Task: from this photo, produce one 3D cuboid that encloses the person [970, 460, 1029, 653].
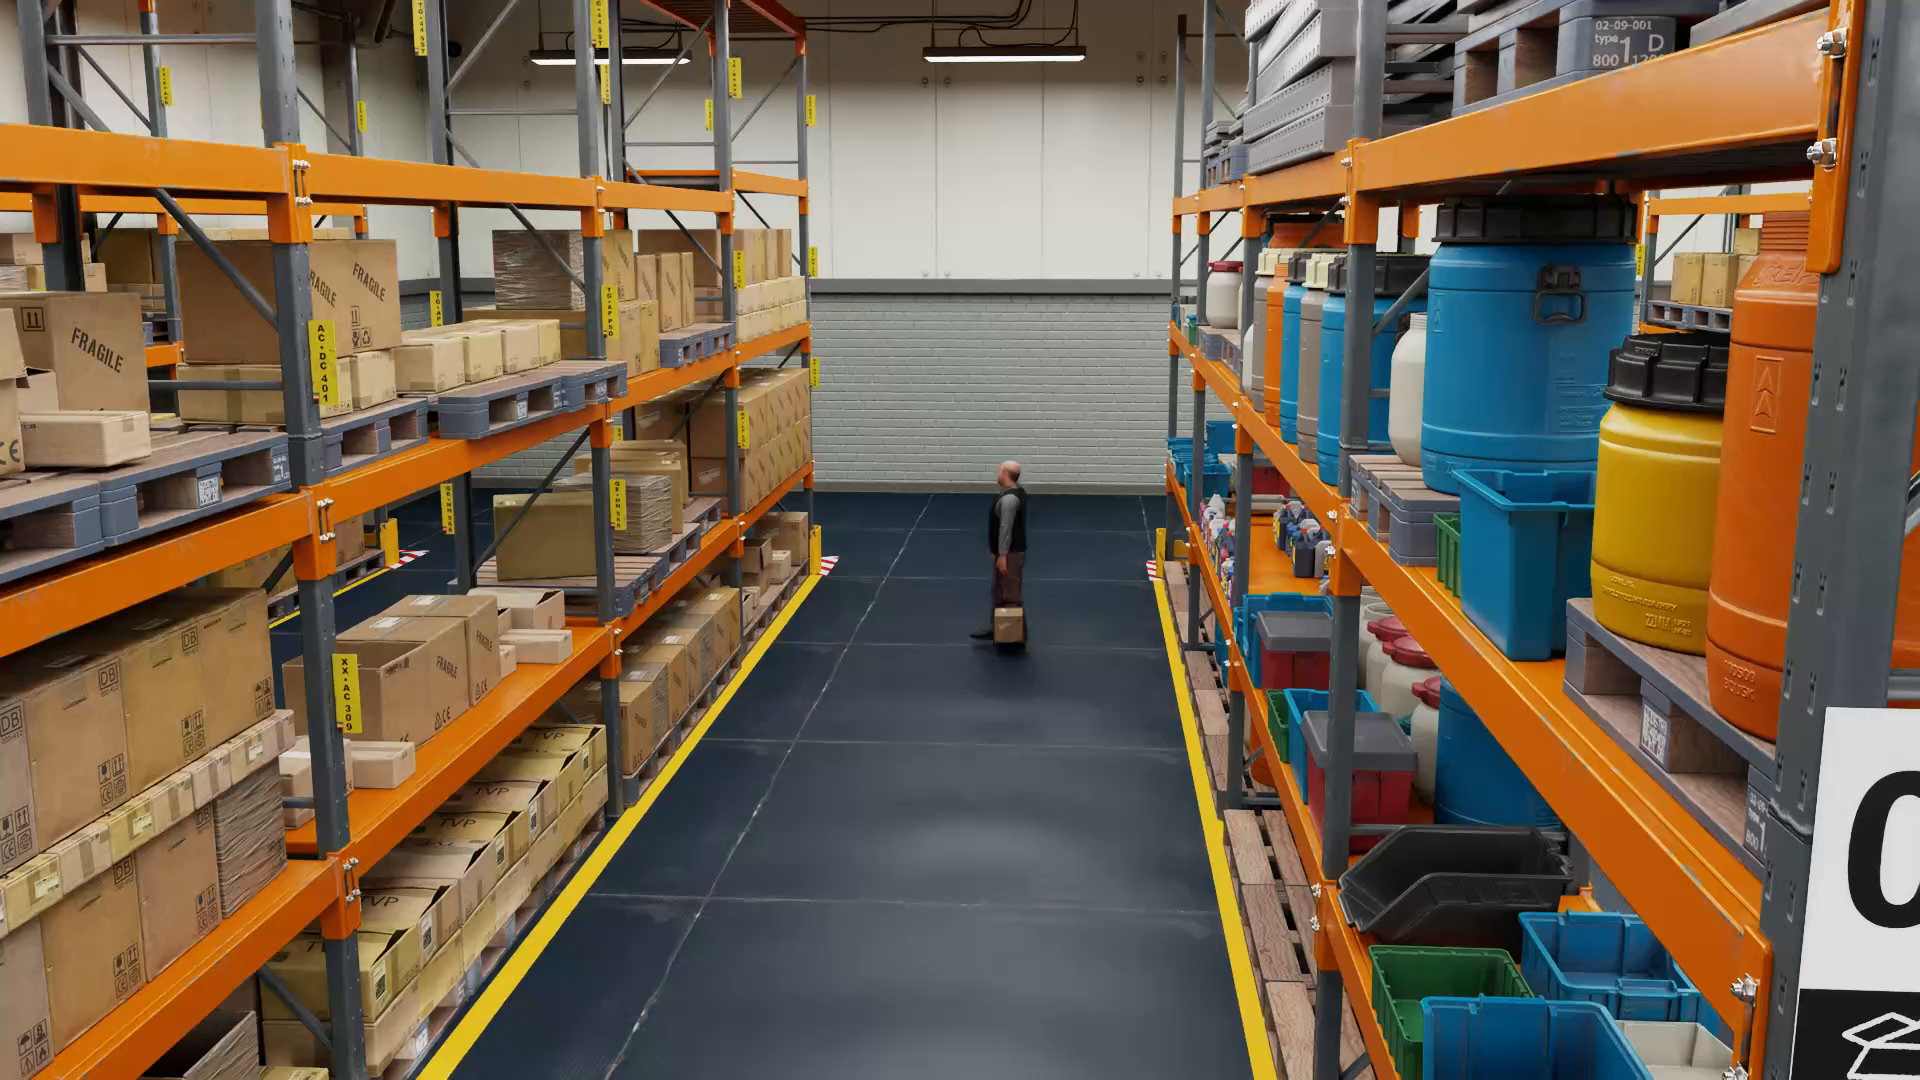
[{"bbox_3d":[0.361,0.128,15.186,0.550,1.724,0.600,1,11,4],"label":"person"}]
